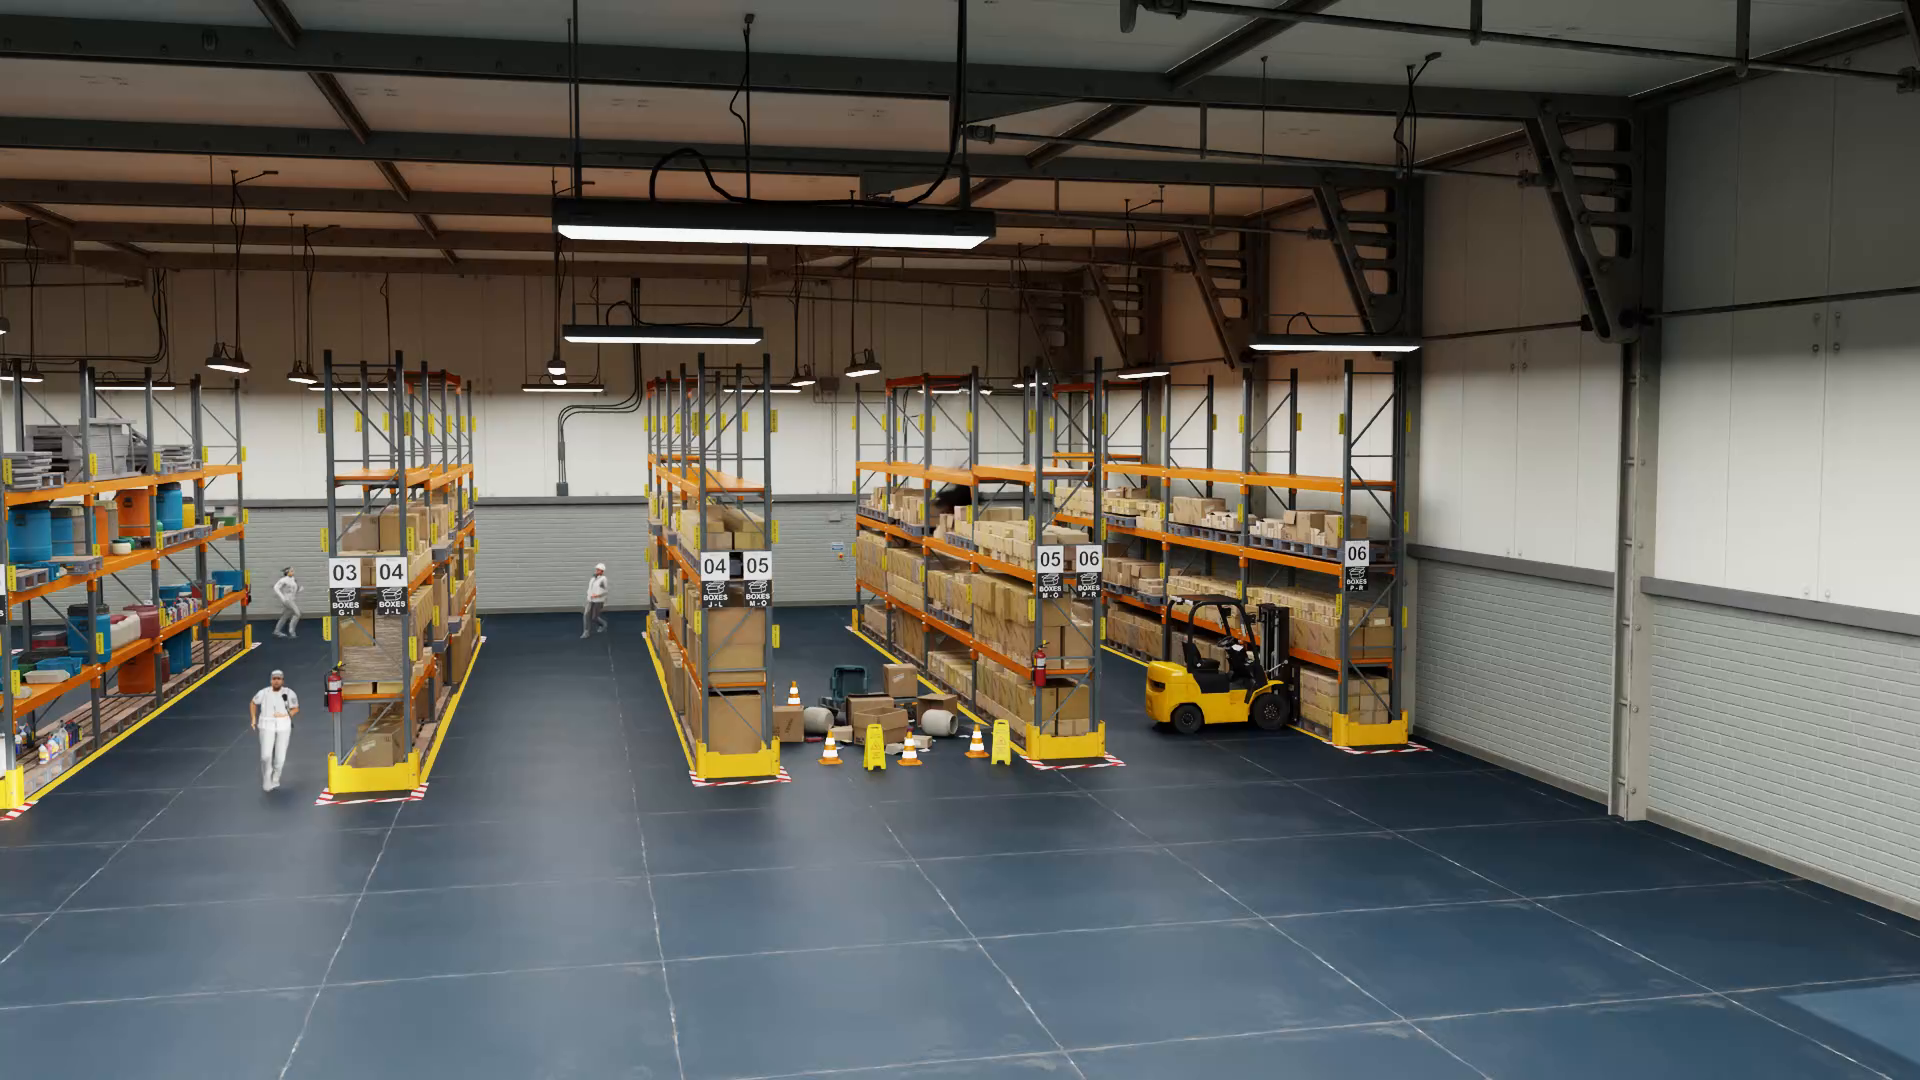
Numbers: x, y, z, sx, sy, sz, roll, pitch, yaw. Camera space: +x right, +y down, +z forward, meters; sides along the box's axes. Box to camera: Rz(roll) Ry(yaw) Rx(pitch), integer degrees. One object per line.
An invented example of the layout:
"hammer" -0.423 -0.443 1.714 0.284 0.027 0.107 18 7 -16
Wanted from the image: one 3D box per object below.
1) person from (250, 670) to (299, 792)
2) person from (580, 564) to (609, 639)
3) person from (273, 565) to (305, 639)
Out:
"person" -9.361 2.607 22.755 0.600 1.652 0.605 -2 4 -27
"person" -8.513 1.428 38.939 0.695 1.754 0.809 3 5 33
"person" -15.722 1.465 38.966 0.714 1.753 0.578 0 4 -6
